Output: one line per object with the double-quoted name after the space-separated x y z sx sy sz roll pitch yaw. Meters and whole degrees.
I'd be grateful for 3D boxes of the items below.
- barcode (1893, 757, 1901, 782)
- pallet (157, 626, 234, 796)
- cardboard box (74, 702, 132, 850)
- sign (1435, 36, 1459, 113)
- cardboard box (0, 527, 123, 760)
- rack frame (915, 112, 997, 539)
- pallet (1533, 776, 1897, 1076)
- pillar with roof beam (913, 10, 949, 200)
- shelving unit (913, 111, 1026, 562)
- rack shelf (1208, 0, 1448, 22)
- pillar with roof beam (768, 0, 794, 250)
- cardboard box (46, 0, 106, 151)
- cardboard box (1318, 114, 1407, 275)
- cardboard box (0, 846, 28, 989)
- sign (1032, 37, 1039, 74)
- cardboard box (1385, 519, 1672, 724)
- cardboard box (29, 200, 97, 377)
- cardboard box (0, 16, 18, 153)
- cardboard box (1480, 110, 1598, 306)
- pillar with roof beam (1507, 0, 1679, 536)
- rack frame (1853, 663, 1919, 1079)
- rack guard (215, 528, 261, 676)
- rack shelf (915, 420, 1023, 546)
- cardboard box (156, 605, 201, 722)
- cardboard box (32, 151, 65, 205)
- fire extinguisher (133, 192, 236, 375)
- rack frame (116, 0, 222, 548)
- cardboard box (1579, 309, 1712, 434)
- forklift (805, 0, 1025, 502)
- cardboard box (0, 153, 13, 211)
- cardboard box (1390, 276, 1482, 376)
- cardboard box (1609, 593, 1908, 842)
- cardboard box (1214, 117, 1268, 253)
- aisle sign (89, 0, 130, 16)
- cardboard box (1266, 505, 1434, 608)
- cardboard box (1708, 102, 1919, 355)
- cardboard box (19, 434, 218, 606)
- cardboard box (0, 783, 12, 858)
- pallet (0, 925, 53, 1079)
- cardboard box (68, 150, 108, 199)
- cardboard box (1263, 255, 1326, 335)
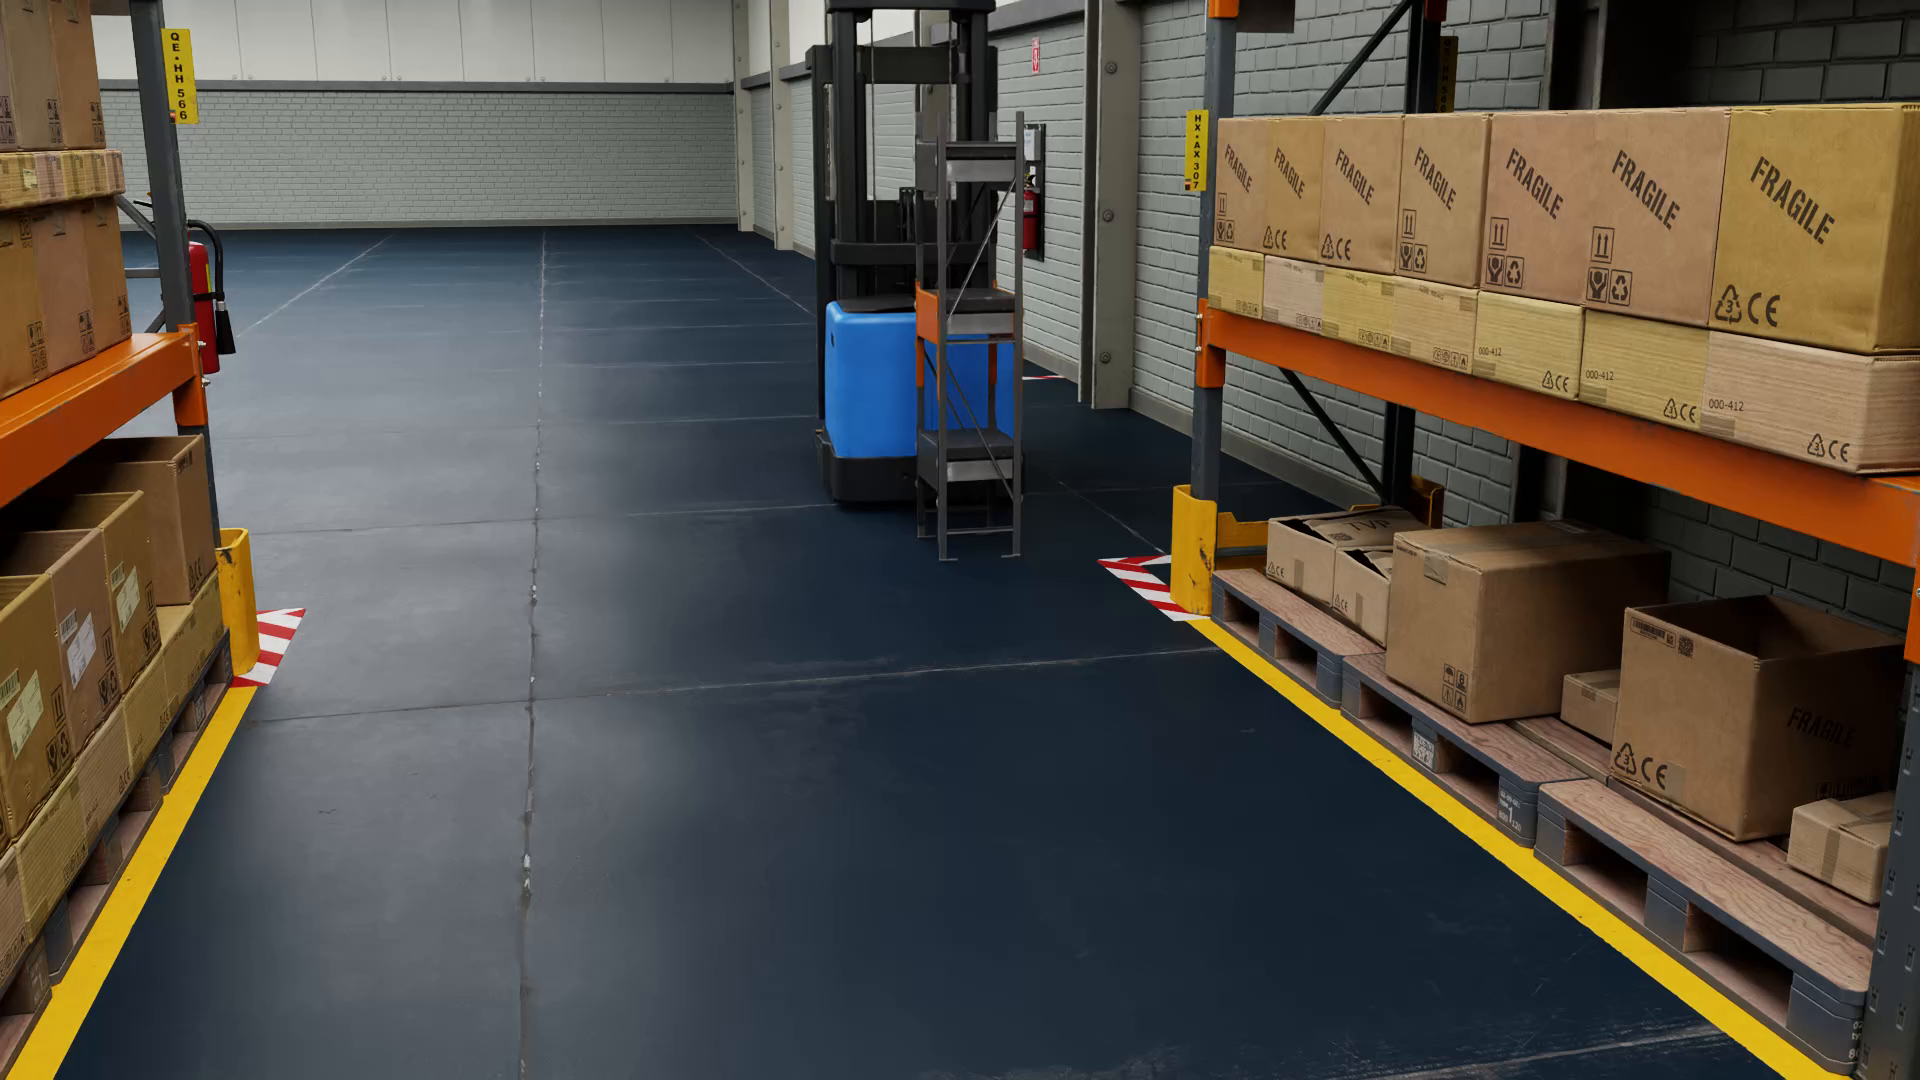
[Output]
2.540 0.626 4.473 0.001 0.075 0.075 -3 14 -13 "barcode"
-3.086 0.585 5.586 1.003 0.211 1.213 -3 14 -13 "pallet"
-2.529 0.641 4.391 0.500 0.250 0.500 -3 14 -13 "cardboard box"
2.052 -1.962 7.034 0.100 0.325 0.005 -3 14 -13 "sign"
-2.526 0.277 4.303 0.500 0.500 0.500 -3 14 -13 "cardboard box"
-0.018 -1.038 8.252 0.400 2.100 0.015 -3 14 -13 "rack frame"
2.255 0.904 4.281 1.003 0.211 1.213 -3 14 -13 "pallet"
-4.490 -6.550 16.274 9.100 9.000 0.400 -3 14 -13 "pillar with roof beam"
0.039 -0.982 8.022 0.431 2.100 0.503 -3 14 -13 "shelving unit"
1.978 -1.866 4.942 1.077 0.370 4.000 -3 14 -13 "rack shelf"
-7.308 -9.318 27.605 9.100 9.000 0.400 -3 14 -13 "pillar with roof beam"
-3.196 -1.501 5.308 0.700 0.500 0.500 -3 14 -13 "cardboard box"
1.550 -1.160 5.550 0.500 0.500 0.500 -4 14 -15 "cardboard box"
-2.293 0.872 3.447 0.500 0.250 0.500 -3 14 -13 "cardboard box"
0.656 -4.197 14.400 0.001 0.298 0.199 -3 14 -13 "sign"
1.841 0.249 5.429 0.700 0.500 0.500 -4 14 -17 "cardboard box"
-3.081 -0.762 5.017 0.700 0.500 0.500 -3 14 -12 "cardboard box"
-2.949 -1.264 4.337 0.700 0.500 0.500 -3 14 -13 "cardboard box"
1.805 -0.922 4.574 0.500 0.500 0.500 -4 14 -15 "cardboard box"
-1.671 -3.781 4.943 9.100 9.000 0.400 -3 14 -13 "pillar with roof beam"
2.448 -0.297 3.324 1.000 3.000 0.127 -3 14 -13 "rack frame"
-3.312 0.266 6.287 1.175 0.500 0.348 -3 14 -13 "rack guard"
0.039 -0.289 8.191 0.431 0.518 0.480 -3 14 -13 "rack shelf"
-2.764 0.410 5.335 0.500 0.250 0.500 -3 14 -13 "cardboard box"
-2.851 -1.052 4.835 0.380 0.149 0.250 -3 14 -12 "cardboard box"
-2.882 -0.959 6.194 0.296 0.674 0.183 -3 14 -13 "fire extinguisher"
-3.306 -0.943 5.967 1.000 3.000 0.127 -3 14 -13 "rack frame"
1.933 -0.442 4.190 0.500 0.250 0.500 -3 14 -13 "cardboard box"
-0.357 -1.929 10.149 1.130 2.935 3.031 -2 14 -8 "forklift"
-2.726 -0.931 4.339 0.380 0.149 0.250 -3 14 -12 "cardboard box"
1.680 -0.673 5.136 0.500 0.250 0.500 -3 14 -13 "cardboard box"
2.165 0.466 4.539 0.500 0.500 0.500 -4 14 -17 "cardboard box"
1.328 -1.394 6.508 0.500 0.500 0.500 -3 14 -13 "cardboard box"
-3.036 -2.238 5.788 0.394 0.787 0.004 -3 14 -13 "aisle sign"
1.583 0.037 6.694 0.500 0.311 0.500 -5 15 -20 "cardboard box"
2.036 -0.690 3.626 0.500 0.500 0.500 -3 14 -13 "cardboard box"
-2.891 -0.069 5.716 0.500 0.500 0.500 -3 14 -13 "cardboard box"
-2.296 0.508 3.357 0.500 0.500 0.500 -3 14 -13 "cardboard box"
-2.513 1.148 3.282 1.003 0.211 1.213 -3 14 -13 "pallet"
-2.968 -1.169 5.314 0.380 0.149 0.250 -3 14 -12 "cardboard box"
1.450 -0.908 6.096 0.500 0.250 0.500 -4 14 -15 "cardboard box"
